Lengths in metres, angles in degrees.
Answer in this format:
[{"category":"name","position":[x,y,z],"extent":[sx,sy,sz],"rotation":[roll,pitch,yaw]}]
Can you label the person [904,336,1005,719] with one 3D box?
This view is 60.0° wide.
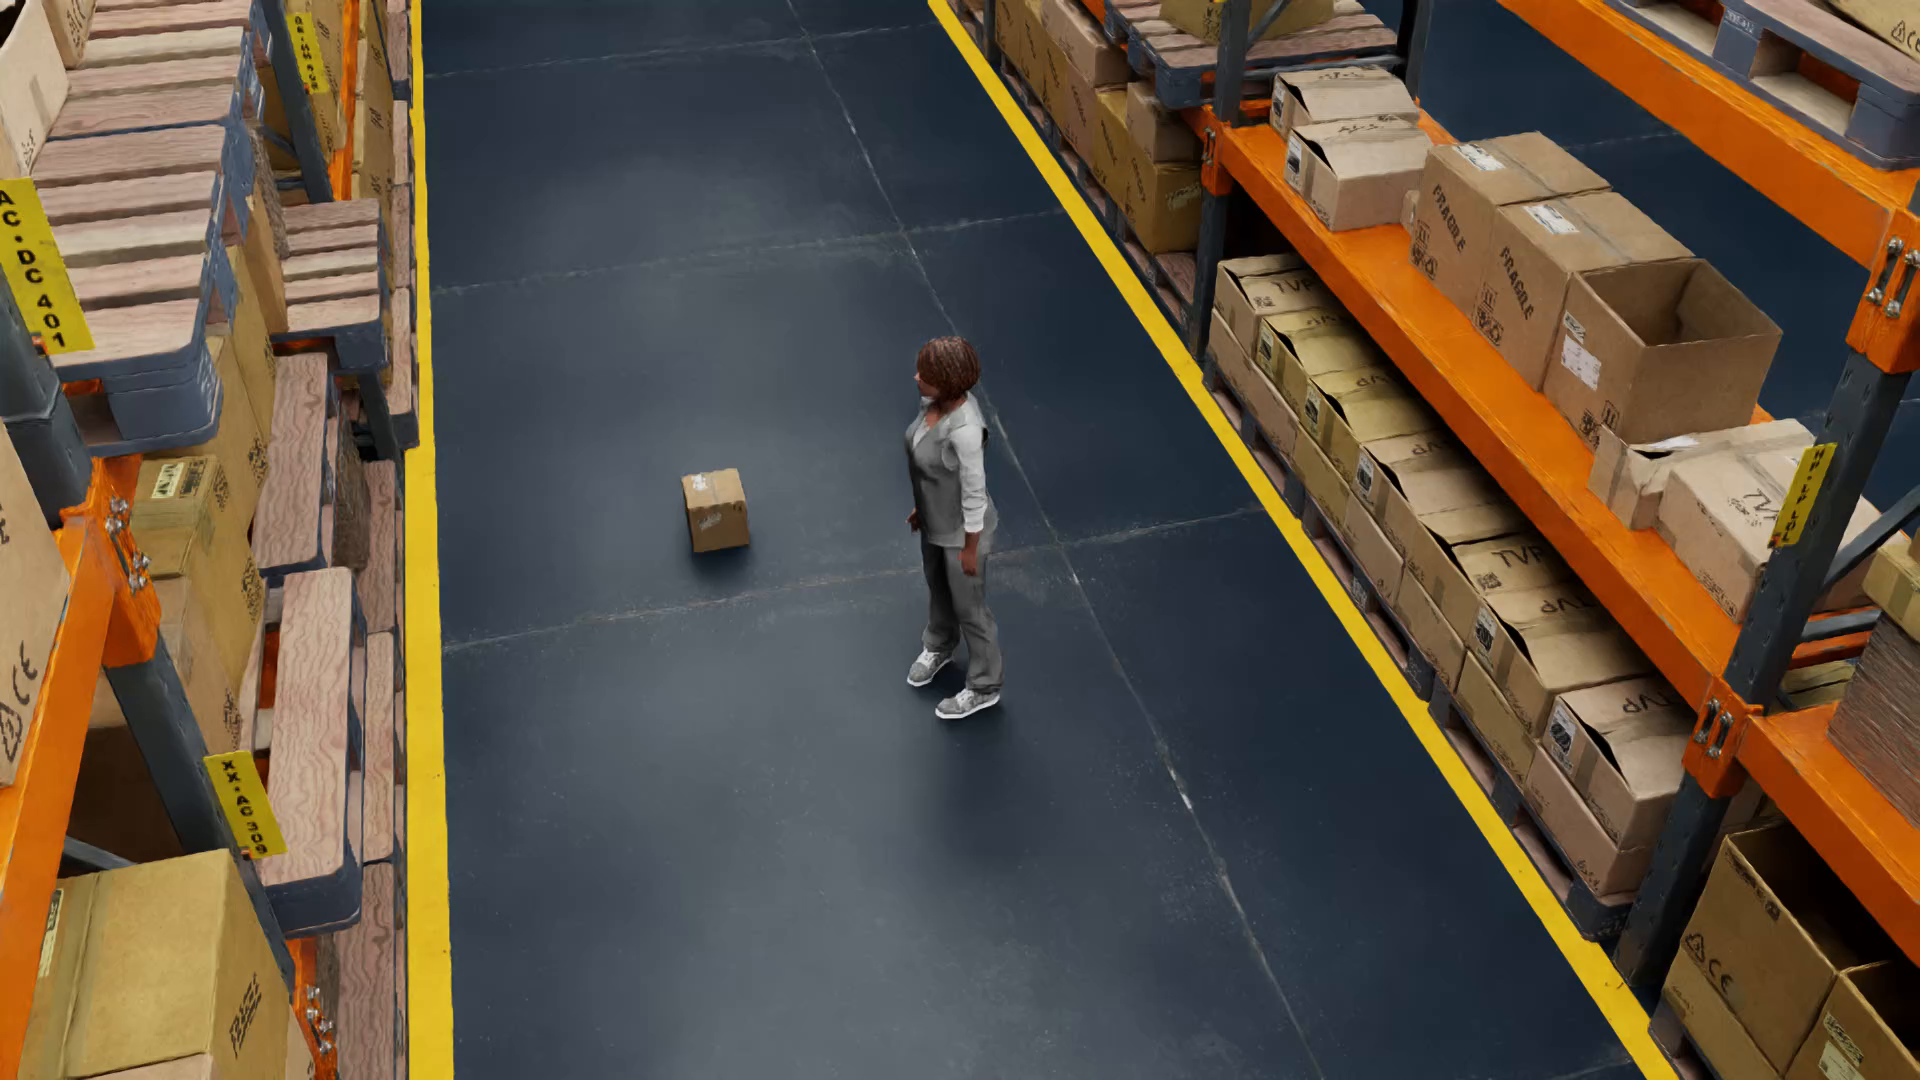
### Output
[{"category":"person","position":[-0.033,-0.048,6.197],"extent":[0.347,1.600,0.429],"rotation":[-12,40,-15]}]
